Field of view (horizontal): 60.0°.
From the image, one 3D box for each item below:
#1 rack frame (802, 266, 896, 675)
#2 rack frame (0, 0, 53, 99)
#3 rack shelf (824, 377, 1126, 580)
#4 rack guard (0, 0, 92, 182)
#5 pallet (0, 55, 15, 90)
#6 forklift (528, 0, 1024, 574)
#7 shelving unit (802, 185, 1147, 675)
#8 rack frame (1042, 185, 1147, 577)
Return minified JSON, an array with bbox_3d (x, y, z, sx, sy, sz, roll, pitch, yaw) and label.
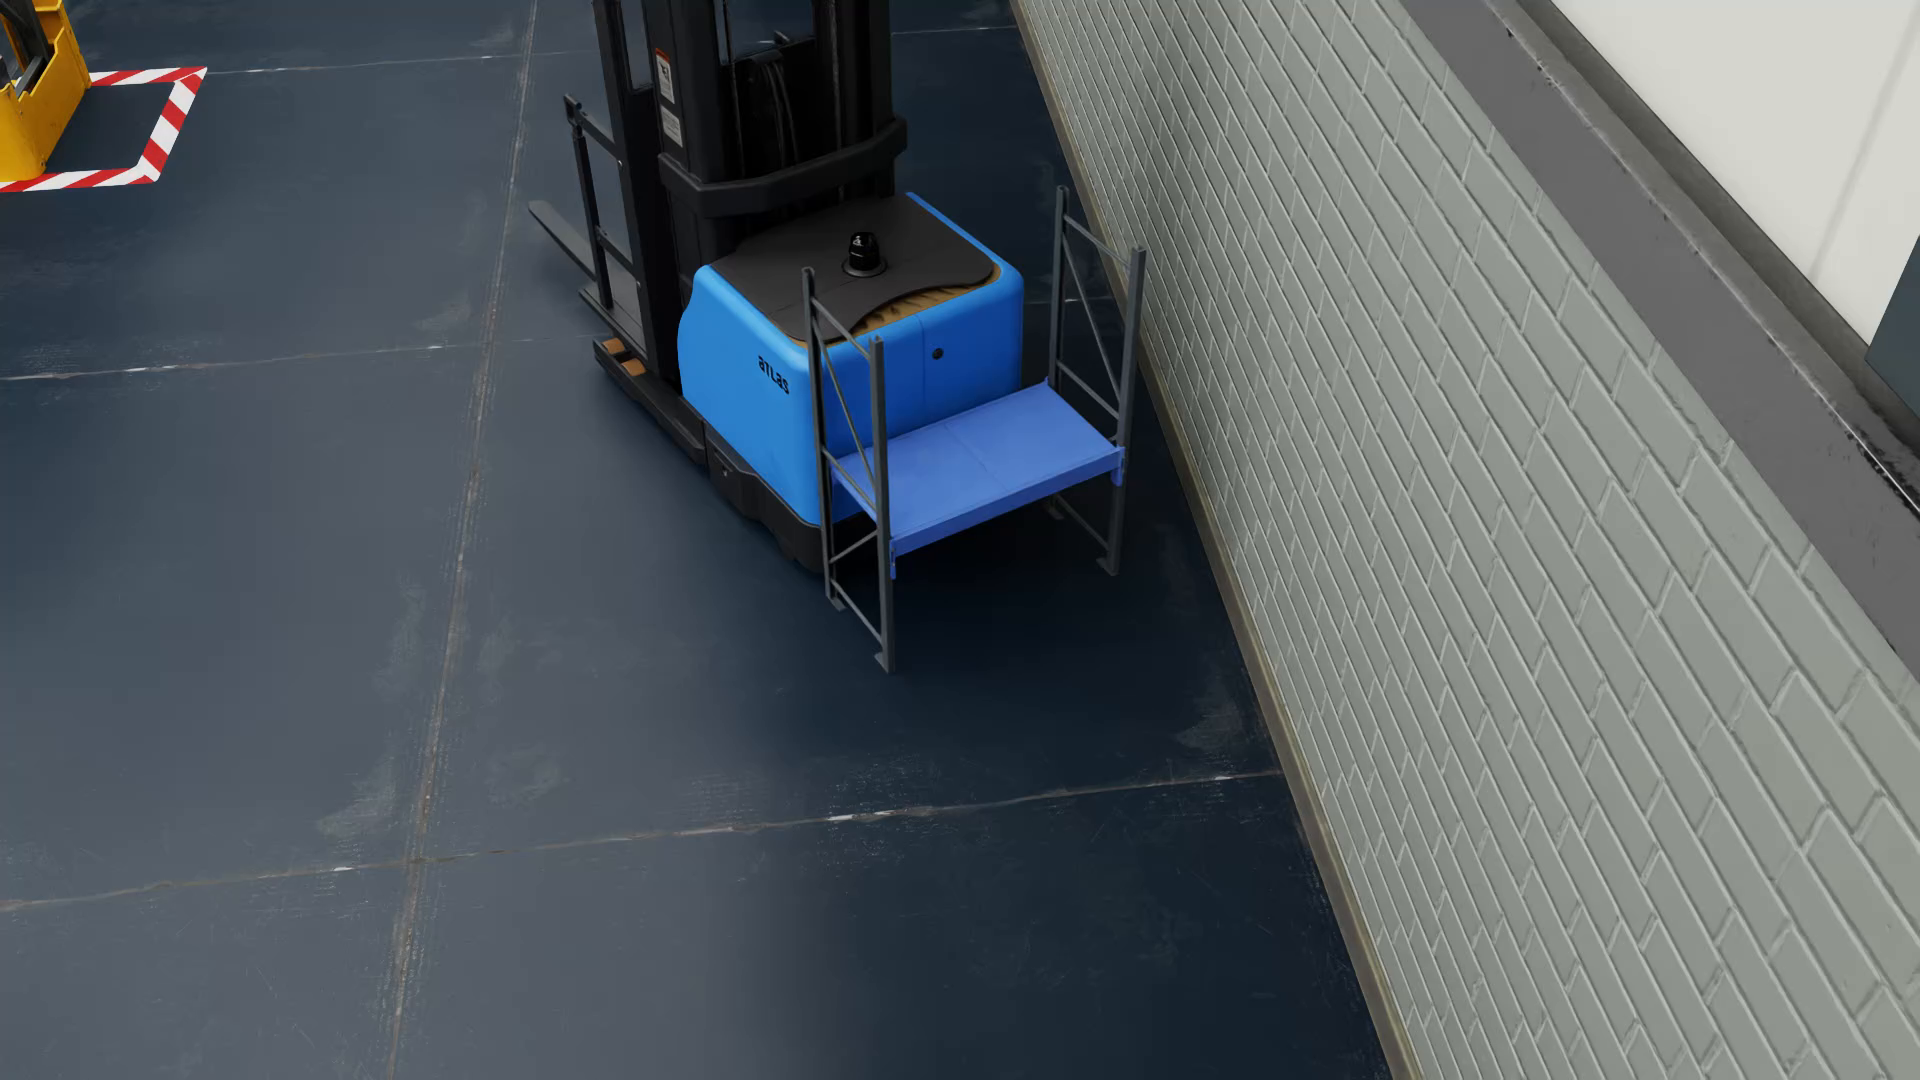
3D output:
[{"bbox_3d":[-0.382,-0.204,5.856,0.032,1.500,0.500,-22,47,-23],"label":"rack frame"},{"bbox_3d":[-5.187,-3.402,8.282,0.127,3.000,1.000,-5,42,-6],"label":"rack frame"},{"bbox_3d":[0.051,-0.247,6.173,1.000,0.185,0.538,-22,47,-23],"label":"rack shelf"},{"bbox_3d":[-5.165,-2.484,9.131,0.348,0.500,1.175,-5,42,-6],"label":"rack guard"},{"bbox_3d":[-6.009,-2.320,9.165,1.213,0.211,1.003,-5,42,-6],"label":"pallet"},{"bbox_3d":[-1.004,-1.904,6.673,1.130,2.935,3.031,-26,48,-26],"label":"forklift"},{"bbox_3d":[0.052,-0.381,6.053,1.048,1.500,0.538,-22,47,-23],"label":"shelving unit"},{"bbox_3d":[0.485,-0.558,6.249,0.032,1.500,0.500,-22,47,-23],"label":"rack frame"}]
